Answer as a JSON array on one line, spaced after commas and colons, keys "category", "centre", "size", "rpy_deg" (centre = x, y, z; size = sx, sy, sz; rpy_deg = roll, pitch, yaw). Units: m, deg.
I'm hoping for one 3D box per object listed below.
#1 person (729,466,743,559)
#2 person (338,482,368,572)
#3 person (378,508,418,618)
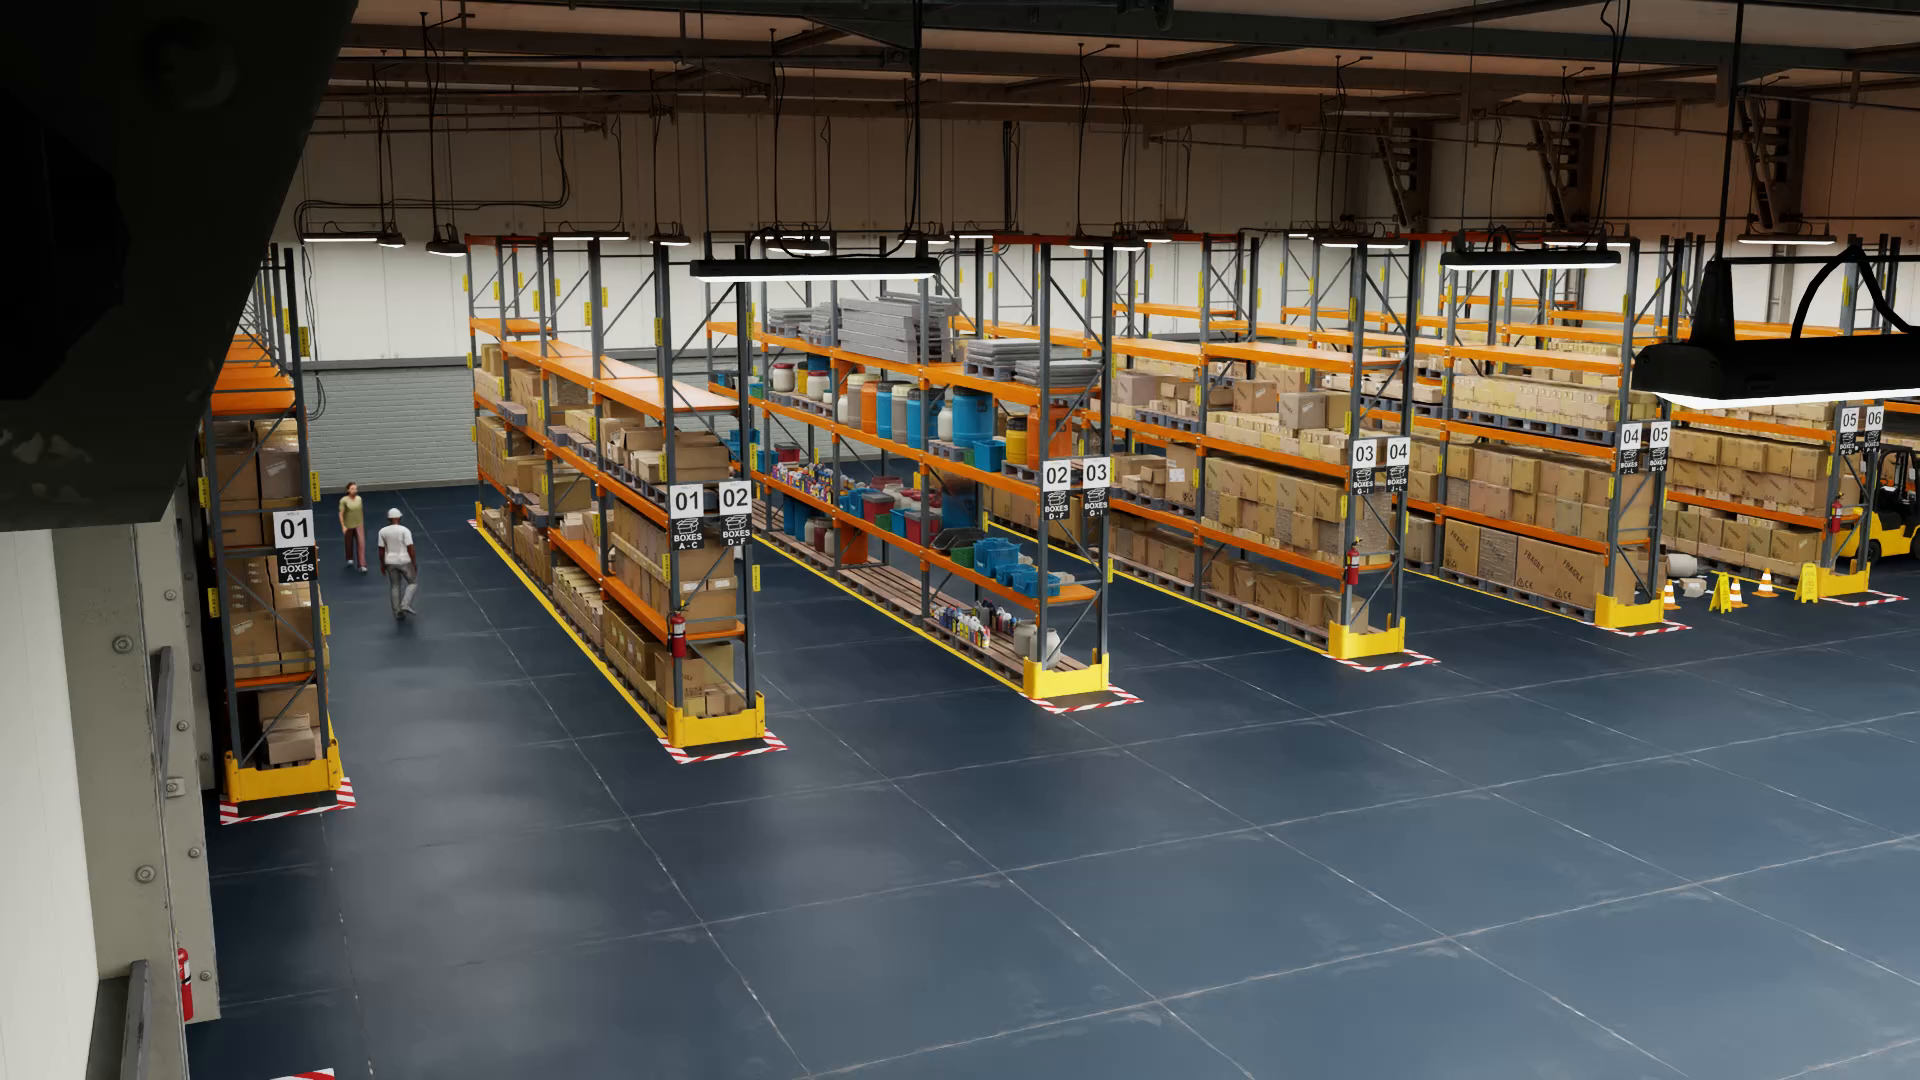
[{"category": "person", "centre": [-4.279, -0.401, 31.070], "size": [0.633, 1.574, 0.587], "rpy_deg": [0, 11, 1]}, {"category": "person", "centre": [-11.019, -0.255, 30.143], "size": [0.440, 1.611, 1.082], "rpy_deg": [-6, 12, -27]}, {"category": "person", "centre": [-8.978, 0.380, 26.554], "size": [0.609, 1.768, 0.489], "rpy_deg": [1, 11, 7]}]
